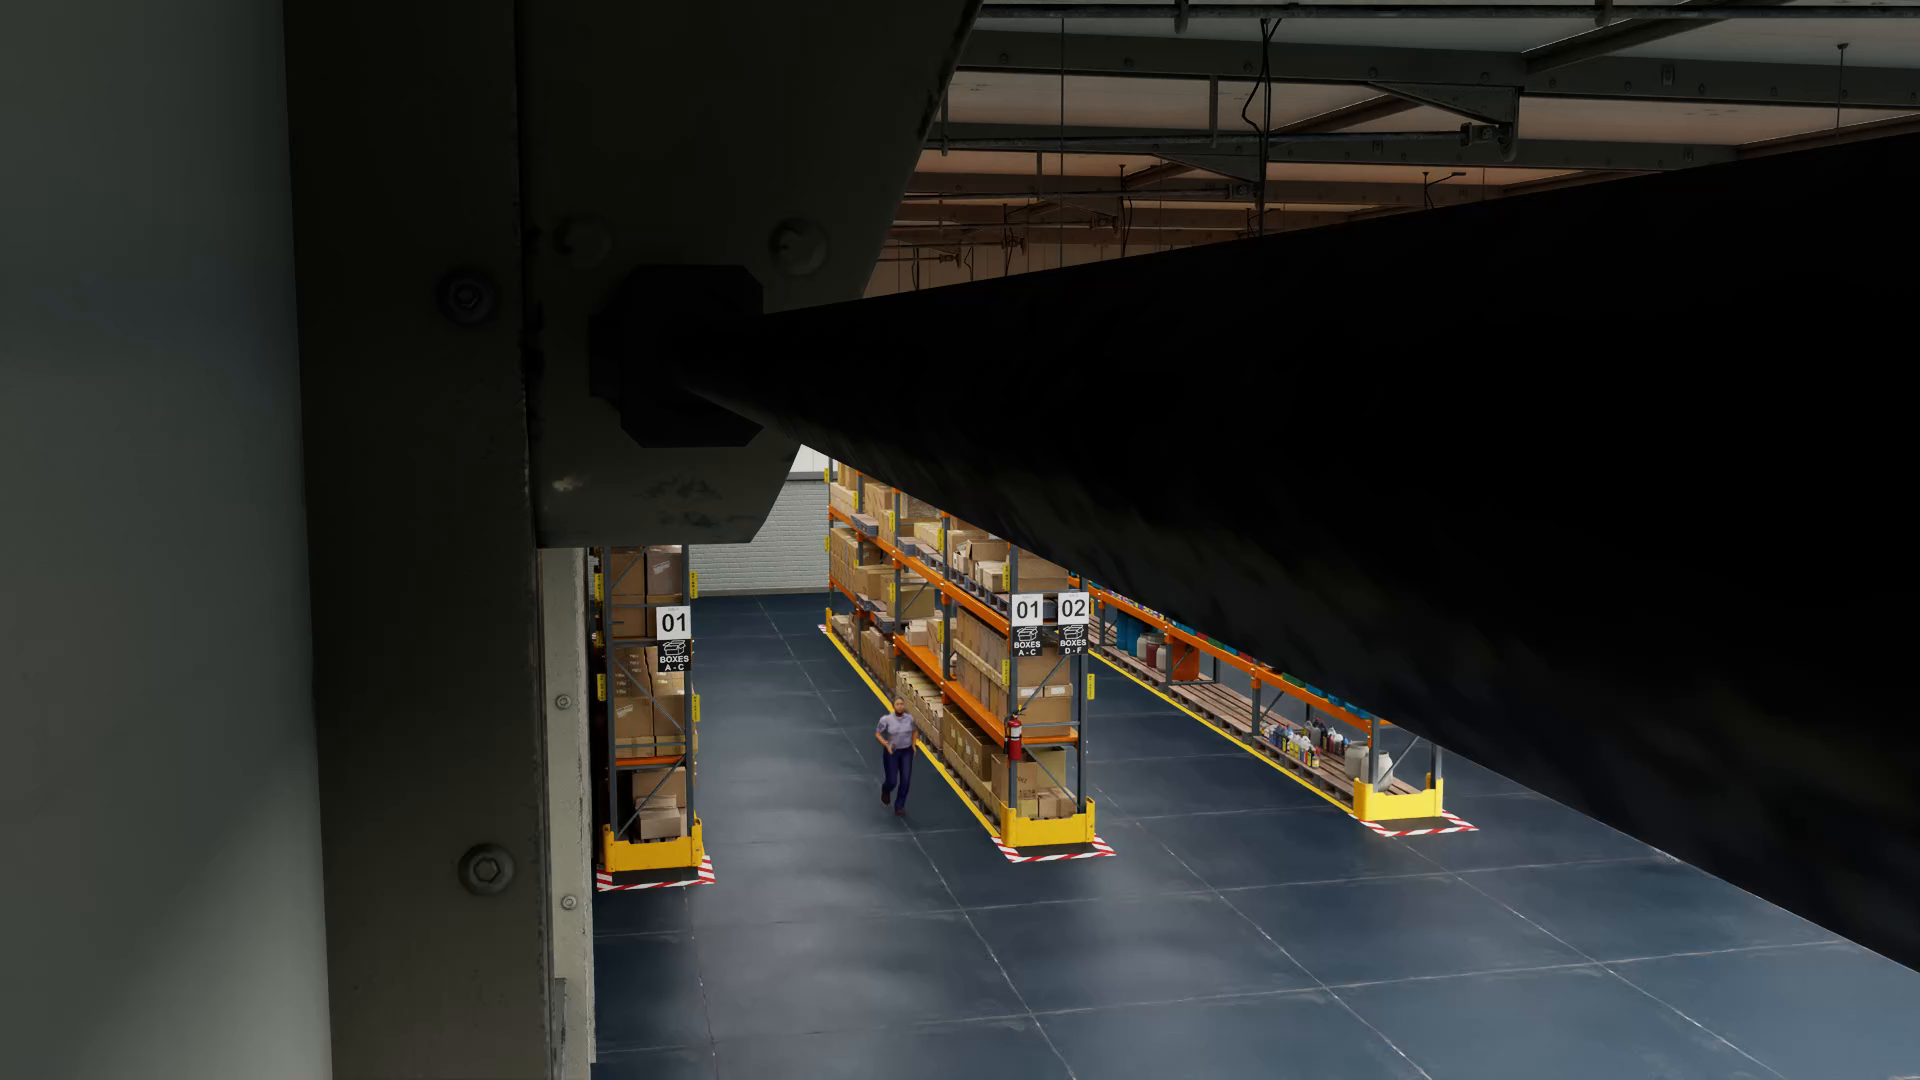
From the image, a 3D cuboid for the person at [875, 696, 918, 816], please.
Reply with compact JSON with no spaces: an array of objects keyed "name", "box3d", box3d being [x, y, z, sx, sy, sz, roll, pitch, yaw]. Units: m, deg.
[{"name":"person","box3d":[-0.839,2.891,22.391,0.593,1.589,0.561,-2,7,-18]}]
